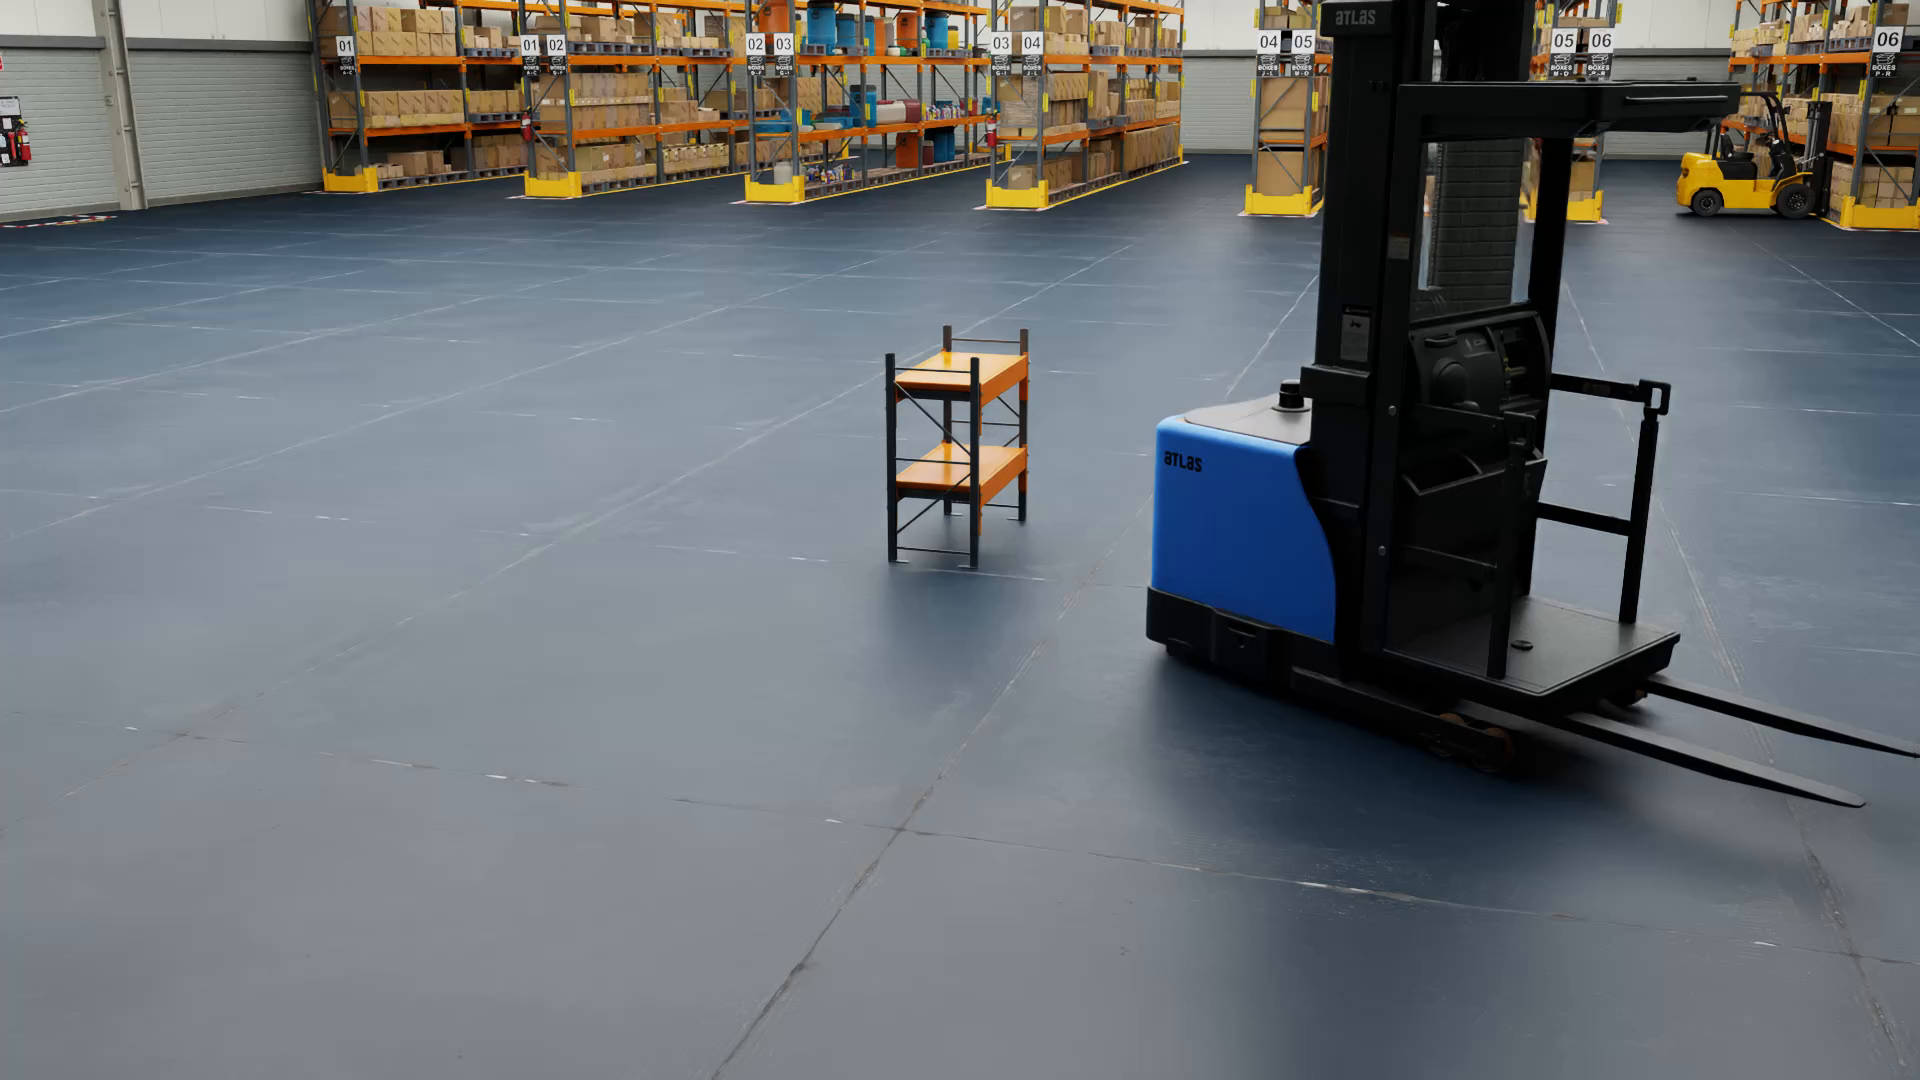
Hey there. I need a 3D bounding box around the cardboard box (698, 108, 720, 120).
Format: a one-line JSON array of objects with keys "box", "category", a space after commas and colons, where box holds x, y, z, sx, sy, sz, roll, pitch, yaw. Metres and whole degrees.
[{"box": [-6.293, -10.545, 41.174, 0.500, 0.311, 0.500, 6, 17, 19], "category": "cardboard box"}]

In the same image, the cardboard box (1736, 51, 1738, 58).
[{"box": [19.262, -11.915, 40.802, 0.380, 0.149, 0.250, 5, 17, 17], "category": "cardboard box"}]

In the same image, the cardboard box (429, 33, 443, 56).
[{"box": [-12.098, -11.235, 37.725, 0.500, 0.500, 0.500, 3, 16, 11], "category": "cardboard box"}]

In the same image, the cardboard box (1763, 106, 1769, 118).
[{"box": [17.600, -9.189, 35.736, 0.500, 0.250, 0.500, 4, 16, 13], "category": "cardboard box"}]

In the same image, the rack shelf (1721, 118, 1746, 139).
[{"box": [19.315, -9.982, 40.343, 1.077, 0.370, 4.000, 5, 16, 16], "category": "rack shelf"}]

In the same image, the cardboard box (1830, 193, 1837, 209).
[{"box": [15.318, -5.821, 28.626, 0.500, 0.250, 0.500, 5, 16, 16], "category": "cardboard box"}]

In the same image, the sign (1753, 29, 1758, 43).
[{"box": [18.225, -11.537, 38.062, 0.100, 0.325, 0.005, 5, 16, 16], "category": "sign"}]

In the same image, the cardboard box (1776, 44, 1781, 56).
[{"box": [17.665, -10.414, 35.326, 0.500, 0.250, 0.500, 5, 16, 16], "category": "cardboard box"}]

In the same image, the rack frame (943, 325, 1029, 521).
[{"box": [0.146, -0.676, 9.651, 0.500, 1.125, 0.032, 5, 16, 16], "category": "rack frame"}]

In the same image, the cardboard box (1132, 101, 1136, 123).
[{"box": [3.892, -10.200, 39.611, 0.500, 0.500, 0.500, 4, 16, 14], "category": "cardboard box"}]

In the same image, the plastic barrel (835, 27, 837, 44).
[{"box": [-2.847, -10.850, 35.613, 0.421, 0.512, 0.421, 0, 16, 0], "category": "plastic barrel"}]

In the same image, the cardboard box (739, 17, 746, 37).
[{"box": [-5.728, -13.033, 42.268, 0.500, 0.500, 0.500, 5, 16, 16], "category": "cardboard box"}]

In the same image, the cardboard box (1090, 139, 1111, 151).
[{"box": [3.187, -9.103, 38.327, 0.500, 0.250, 0.500, 5, 17, 18], "category": "cardboard box"}]

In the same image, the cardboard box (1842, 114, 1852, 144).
[{"box": [15.381, -6.998, 28.320, 0.500, 0.500, 0.500, 5, 17, 18], "category": "cardboard box"}]

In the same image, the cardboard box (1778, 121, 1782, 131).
[{"box": [17.250, -8.589, 34.389, 0.500, 0.250, 0.500, 5, 16, 16], "category": "cardboard box"}]

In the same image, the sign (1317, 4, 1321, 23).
[{"box": [6.332, -9.264, 29.249, 0.100, 0.325, 0.005, 5, 16, 16], "category": "sign"}]

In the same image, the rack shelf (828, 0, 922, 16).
[{"box": [-1.968, -12.119, 37.618, 1.077, 0.370, 4.000, 5, 16, 16], "category": "rack shelf"}]

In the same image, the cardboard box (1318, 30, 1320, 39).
[{"box": [6.279, -9.111, 29.964, 0.380, 0.149, 0.250, 5, 17, 16], "category": "cardboard box"}]

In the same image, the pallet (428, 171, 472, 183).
[{"box": [-12.192, -8.497, 38.899, 1.003, 0.211, 1.213, 5, 16, 16], "category": "pallet"}]

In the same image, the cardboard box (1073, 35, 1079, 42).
[{"box": [2.191, -10.110, 33.524, 0.380, 0.149, 0.250, 4, 16, 14], "category": "cardboard box"}]

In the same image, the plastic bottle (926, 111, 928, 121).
[{"box": [-0.830, -10.409, 40.746, 0.061, 0.283, 0.133, 5, 16, 16], "category": "plastic bottle"}]

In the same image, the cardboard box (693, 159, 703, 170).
[{"box": [-6.496, -9.001, 39.837, 0.500, 0.250, 0.500, 5, 17, 17], "category": "cardboard box"}]

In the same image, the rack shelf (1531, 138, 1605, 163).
[{"box": [11.145, -7.226, 30.629, 1.077, 0.370, 4.000, 5, 16, 16], "category": "rack shelf"}]

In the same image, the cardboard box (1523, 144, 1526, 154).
[{"box": [15.032, -10.024, 43.100, 0.875, 0.438, 0.875, 4, 16, 14], "category": "cardboard box"}]

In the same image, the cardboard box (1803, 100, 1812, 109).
[{"box": [16.481, -8.387, 32.028, 0.380, 0.149, 0.250, 4, 16, 14], "category": "cardboard box"}]

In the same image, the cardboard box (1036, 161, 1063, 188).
[{"box": [1.803, -7.443, 33.886, 0.500, 0.500, 0.500, 3, 16, 11], "category": "cardboard box"}]

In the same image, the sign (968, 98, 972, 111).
[{"box": [0.264, -11.431, 43.628, 0.100, 0.325, 0.005, 5, 16, 16], "category": "sign"}]

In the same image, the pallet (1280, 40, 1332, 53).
[{"box": [6.696, -9.640, 32.486, 1.003, 0.211, 1.213, 5, 16, 16], "category": "pallet"}]

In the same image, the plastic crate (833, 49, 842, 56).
[{"box": [-2.605, -10.113, 34.474, 0.243, 0.136, 0.396, 5, 16, 16], "category": "plastic crate"}]

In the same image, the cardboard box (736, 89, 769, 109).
[{"box": [-5.495, -11.685, 44.077, 0.700, 0.500, 0.500, 7, 17, 25], "category": "cardboard box"}]

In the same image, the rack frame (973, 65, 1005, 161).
[{"box": [0.874, -12.388, 47.507, 1.000, 3.000, 0.127, 5, 16, 16], "category": "rack frame"}]

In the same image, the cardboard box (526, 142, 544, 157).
[{"box": [-11.053, -9.880, 42.439, 0.700, 0.500, 0.500, 5, 17, 17], "category": "cardboard box"}]

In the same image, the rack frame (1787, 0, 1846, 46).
[{"box": [17.610, -11.645, 33.892, 1.000, 3.000, 0.127, 5, 16, 16], "category": "rack frame"}]

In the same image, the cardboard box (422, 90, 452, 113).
[{"box": [-12.009, -10.036, 38.080, 0.500, 0.500, 0.500, 5, 16, 16], "category": "cardboard box"}]

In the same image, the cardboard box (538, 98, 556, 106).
[{"box": [-8.496, -9.062, 34.409, 0.380, 0.149, 0.250, 4, 16, 15], "category": "cardboard box"}]

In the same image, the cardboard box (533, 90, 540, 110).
[{"box": [-11.023, -11.199, 42.327, 0.700, 0.500, 0.500, 3, 16, 9], "category": "cardboard box"}]

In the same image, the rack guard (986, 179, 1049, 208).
[{"box": [1.097, -6.635, 31.806, 1.175, 0.500, 0.348, 5, 16, 16], "category": "rack guard"}]

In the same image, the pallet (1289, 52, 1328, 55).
[{"box": [7.152, -10.048, 34.111, 0.805, 0.209, 1.217, 4, 16, 14], "category": "pallet"}]

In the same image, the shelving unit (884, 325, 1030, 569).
[{"box": [0.002, -0.543, 9.182, 0.538, 1.125, 1.048, 5, 16, 16], "category": "shelving unit"}]

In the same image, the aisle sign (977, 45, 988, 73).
[{"box": [0.609, -13.680, 47.300, 0.394, 0.787, 0.004, 5, 16, 16], "category": "aisle sign"}]

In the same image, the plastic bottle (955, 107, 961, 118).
[{"box": [-0.065, -11.154, 43.383, 0.152, 0.276, 0.135, 5, 16, 16], "category": "plastic bottle"}]

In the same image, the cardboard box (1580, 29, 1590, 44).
[{"box": [10.975, -8.674, 28.647, 0.500, 0.250, 0.500, 4, 16, 15], "category": "cardboard box"}]

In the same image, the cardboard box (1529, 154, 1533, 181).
[{"box": [11.287, -7.202, 32.120, 0.500, 0.500, 0.500, 5, 17, 19], "category": "cardboard box"}]

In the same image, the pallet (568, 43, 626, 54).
[{"box": [-7.851, -10.491, 35.484, 1.003, 0.211, 1.213, 5, 16, 16], "category": "pallet"}]

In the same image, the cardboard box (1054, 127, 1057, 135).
[{"box": [1.689, -8.013, 32.544, 0.380, 0.149, 0.250, 5, 16, 16], "category": "cardboard box"}]

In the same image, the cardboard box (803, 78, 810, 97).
[{"box": [-4.461, -12.492, 45.859, 0.500, 0.500, 0.500, 4, 16, 14], "category": "cardboard box"}]

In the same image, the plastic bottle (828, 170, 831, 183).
[{"box": [-2.762, -7.641, 34.965, 0.097, 0.271, 0.097, 0, 16, 0], "category": "plastic bottle"}]

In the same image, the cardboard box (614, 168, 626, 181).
[{"box": [-7.628, -7.982, 36.242, 0.500, 0.250, 0.500, 5, 16, 16], "category": "cardboard box"}]

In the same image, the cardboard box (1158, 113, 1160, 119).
[{"box": [4.963, -10.957, 42.922, 0.380, 0.149, 0.250, 4, 16, 14], "category": "cardboard box"}]

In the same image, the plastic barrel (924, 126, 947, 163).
[{"box": [-0.635, -10.208, 42.896, 0.600, 0.901, 0.708, 5, 16, 16], "category": "plastic barrel"}]

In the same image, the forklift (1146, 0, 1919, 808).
[{"box": [2.192, -0.693, 6.401, 1.130, 2.935, 3.031, -13, 21, -39], "category": "forklift"}]

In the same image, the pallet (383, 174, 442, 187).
[{"box": [-12.537, -8.176, 37.770, 1.003, 0.211, 1.213, 5, 16, 16], "category": "pallet"}]

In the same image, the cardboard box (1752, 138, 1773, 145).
[{"box": [18.362, -9.115, 38.044, 0.380, 0.149, 0.250, 4, 16, 13], "category": "cardboard box"}]
